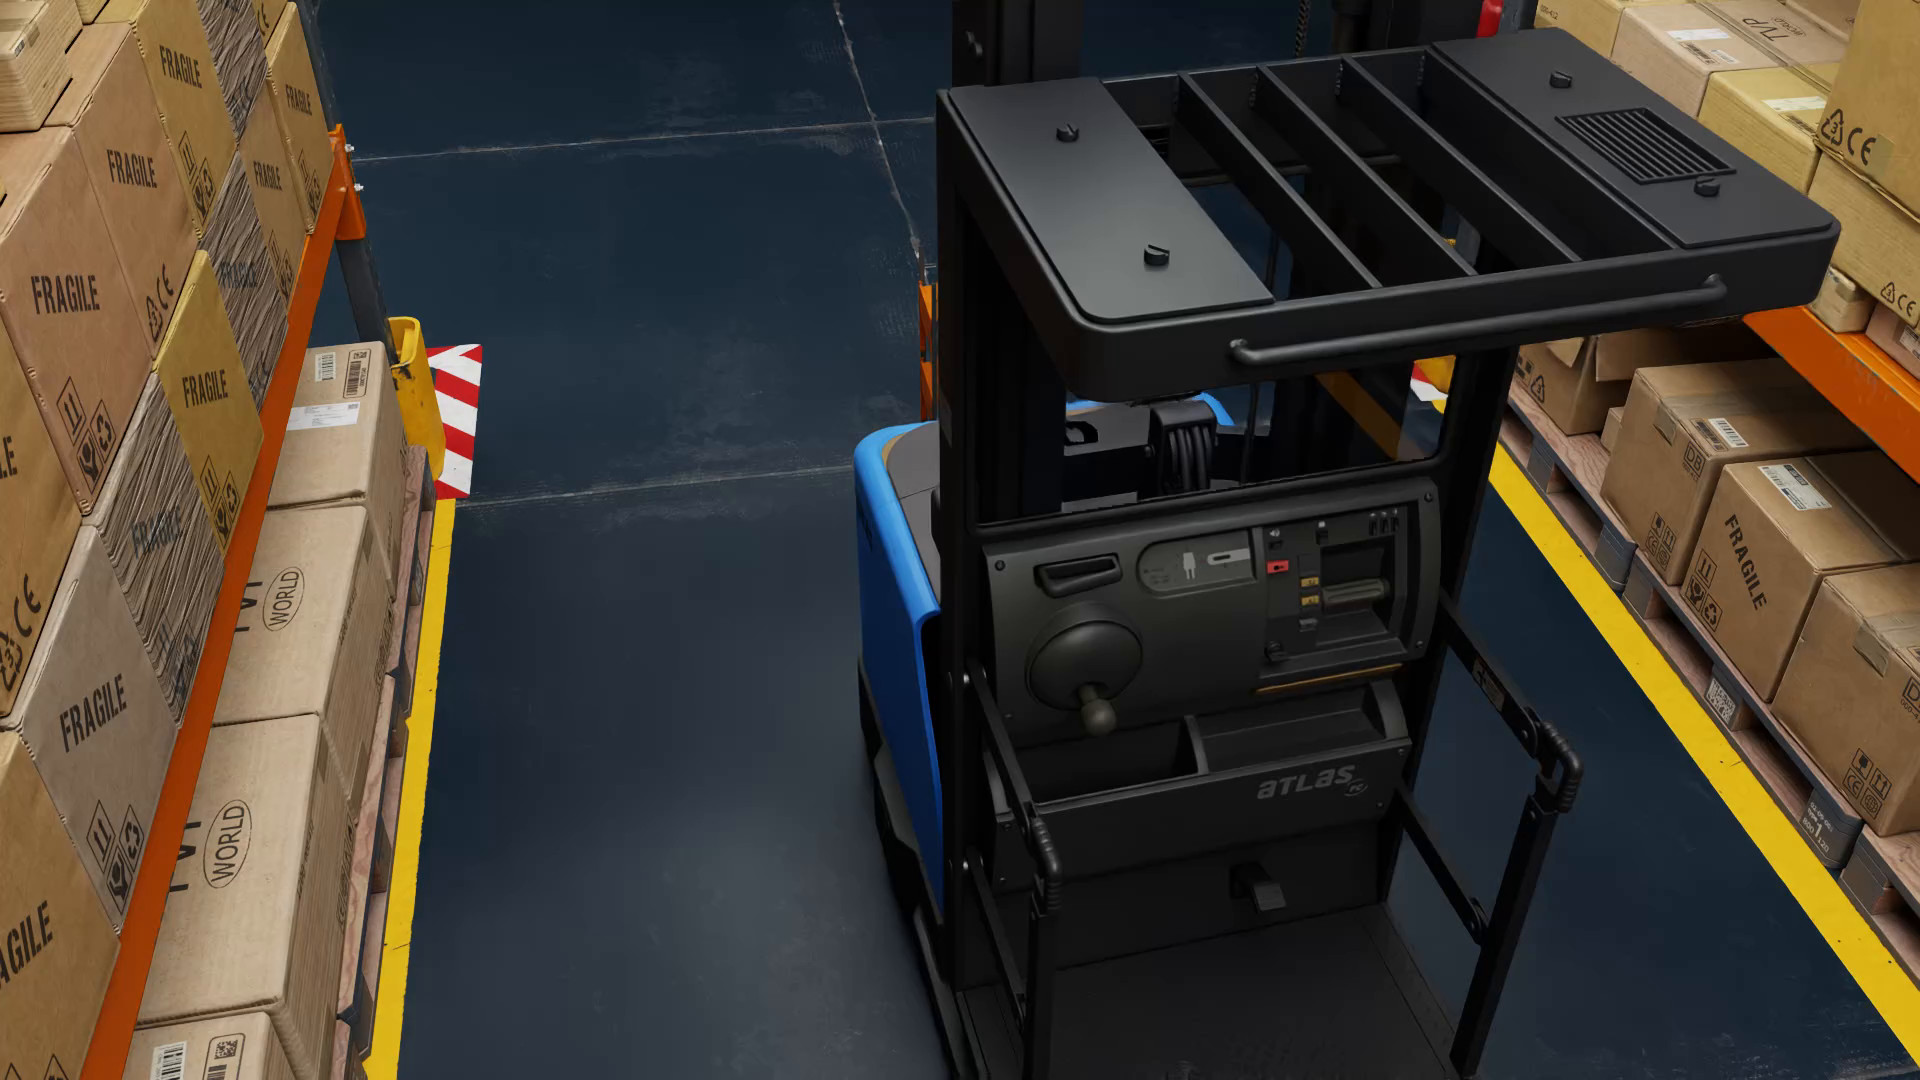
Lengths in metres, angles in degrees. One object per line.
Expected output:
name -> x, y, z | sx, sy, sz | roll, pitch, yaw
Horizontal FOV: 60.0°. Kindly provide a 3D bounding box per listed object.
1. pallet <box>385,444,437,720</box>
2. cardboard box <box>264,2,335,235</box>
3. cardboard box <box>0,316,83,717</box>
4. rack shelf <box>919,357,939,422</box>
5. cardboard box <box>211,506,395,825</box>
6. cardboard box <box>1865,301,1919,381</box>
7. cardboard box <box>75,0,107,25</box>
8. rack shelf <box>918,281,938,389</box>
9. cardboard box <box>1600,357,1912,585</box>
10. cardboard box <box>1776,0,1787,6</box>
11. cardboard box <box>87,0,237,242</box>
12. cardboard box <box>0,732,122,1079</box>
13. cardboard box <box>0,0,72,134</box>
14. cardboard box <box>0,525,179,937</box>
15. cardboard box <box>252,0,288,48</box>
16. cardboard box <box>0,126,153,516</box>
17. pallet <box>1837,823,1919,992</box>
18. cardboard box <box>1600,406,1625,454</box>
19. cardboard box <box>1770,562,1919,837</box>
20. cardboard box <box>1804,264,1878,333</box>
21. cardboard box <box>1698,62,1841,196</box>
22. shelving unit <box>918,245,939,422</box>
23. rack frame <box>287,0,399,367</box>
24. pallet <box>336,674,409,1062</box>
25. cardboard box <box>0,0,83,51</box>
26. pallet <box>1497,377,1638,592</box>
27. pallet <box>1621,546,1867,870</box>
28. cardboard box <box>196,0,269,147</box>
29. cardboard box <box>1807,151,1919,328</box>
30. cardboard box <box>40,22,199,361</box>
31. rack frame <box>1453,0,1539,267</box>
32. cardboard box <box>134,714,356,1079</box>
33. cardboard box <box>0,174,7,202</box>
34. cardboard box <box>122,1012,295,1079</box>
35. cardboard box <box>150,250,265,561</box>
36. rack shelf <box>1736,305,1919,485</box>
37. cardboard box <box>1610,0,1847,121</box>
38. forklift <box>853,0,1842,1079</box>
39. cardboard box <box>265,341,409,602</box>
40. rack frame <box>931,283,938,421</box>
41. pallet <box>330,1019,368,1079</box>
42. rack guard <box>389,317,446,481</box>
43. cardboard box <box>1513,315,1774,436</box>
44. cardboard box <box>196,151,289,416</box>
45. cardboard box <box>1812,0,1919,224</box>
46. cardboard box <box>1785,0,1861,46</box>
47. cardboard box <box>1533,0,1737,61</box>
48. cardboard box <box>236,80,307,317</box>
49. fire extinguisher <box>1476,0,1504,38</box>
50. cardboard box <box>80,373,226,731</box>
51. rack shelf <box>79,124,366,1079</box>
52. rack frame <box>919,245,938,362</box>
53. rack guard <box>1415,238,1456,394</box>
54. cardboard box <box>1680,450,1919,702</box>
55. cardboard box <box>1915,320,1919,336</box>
pallet -> -2.262, 0.160, 5.372 | 1.003, 0.211, 1.213 | -6, 38, -8
cardboard box -> -2.134, -1.193, 4.759 | 0.500, 0.500, 0.500 | -6, 38, -8
cardboard box -> -1.705, -0.054, 2.478 | 0.500, 0.500, 0.500 | -7, 38, -9
rack shelf -> -0.009, -0.439, 5.476 | 0.215, 0.259, 0.240 | -6, 38, -8
cardboard box -> -2.096, 0.370, 4.575 | 0.875, 0.438, 0.875 | -5, 38, -7
cardboard box -> 2.551, -0.536, 4.200 | 0.380, 0.149, 0.250 | -6, 38, -8
cardboard box -> -1.941, -1.146, 3.355 | 0.380, 0.149, 0.250 | -5, 38, -7
rack shelf -> -0.009, -0.663, 5.302 | 0.215, 0.259, 0.240 | -6, 38, -8
cardboard box -> 2.533, -0.231, 5.297 | 0.700, 0.500, 0.500 | -5, 38, -6
cardboard box -> 2.749, -1.761, 5.452 | 0.500, 0.250, 0.500 | -5, 38, -7
cardboard box -> -1.956, -0.973, 3.661 | 0.500, 0.500, 0.500 | -6, 38, -8
cardboard box -> -1.602, 0.649, 2.388 | 0.500, 0.500, 0.500 | -5, 38, -6
cardboard box -> -1.826, -0.831, 2.949 | 0.380, 0.149, 0.250 | -6, 38, -8
cardboard box -> -1.686, 0.345, 2.780 | 0.500, 0.500, 0.500 | -6, 38, -8
cardboard box -> -2.160, -1.585, 4.448 | 0.500, 0.500, 0.500 | -5, 38, -6
cardboard box -> -1.784, -0.364, 2.877 | 0.500, 0.500, 0.500 | -6, 38, -7
pallet -> 2.989, 1.150, 4.097 | 1.003, 0.211, 1.213 | -6, 38, -8
cardboard box -> 2.458, -0.352, 5.739 | 0.380, 0.149, 0.250 | -8, 38, -10
cardboard box -> 2.715, 0.396, 4.490 | 0.700, 0.500, 0.500 | -8, 38, -10
cardboard box -> 2.438, -0.684, 4.391 | 0.380, 0.149, 0.250 | -5, 38, -7
cardboard box -> 2.402, -1.097, 4.597 | 0.500, 0.250, 0.500 | -7, 38, -9
shelving unit -> -0.009, -0.447, 5.470 | 0.215, 1.050, 0.252 | -6, 38, -8
rack frame -> -2.479, -1.416, 5.128 | 1.000, 3.000, 0.127 | -6, 38, -8
pallet -> -2.051, 0.895, 4.426 | 1.003, 0.211, 1.213 | -6, 38, -8
cardboard box -> -1.913, -0.986, 3.149 | 0.380, 0.149, 0.250 | -5, 38, -6
pallet -> 2.561, -0.323, 5.994 | 1.003, 0.211, 1.213 | -6, 38, -8
pallet -> 2.772, 0.412, 5.048 | 1.003, 0.211, 1.213 | -6, 38, -8
cardboard box -> -2.039, -1.272, 4.046 | 0.500, 0.500, 0.500 | -6, 38, -8
cardboard box -> 2.513, -0.790, 4.202 | 0.500, 0.250, 0.500 | -7, 38, -9
cardboard box -> -1.869, -0.669, 3.270 | 0.500, 0.500, 0.500 | -6, 38, -8
rack frame -> 2.407, -1.952, 5.818 | 1.000, 3.000, 0.127 | -6, 38, -8
cardboard box -> -1.939, 0.915, 3.874 | 0.875, 0.438, 0.875 | -7, 38, -9
cardboard box -> -1.726, -0.532, 2.565 | 0.380, 0.149, 0.250 | -7, 38, -9
cardboard box -> -1.782, 1.455, 3.178 | 0.875, 0.438, 0.875 | -7, 38, -9
cardboard box -> -1.857, -0.268, 3.568 | 0.500, 0.500, 0.500 | -5, 38, -7
rack shelf -> 2.758, -0.460, 4.483 | 1.077, 0.370, 4.000 | -6, 38, -8
cardboard box -> 2.310, -1.403, 4.990 | 0.500, 0.250, 0.500 | -6, 38, -7
forklift -> 0.562, 0.205, 3.097 | 1.130, 2.935, 3.031 | -9, 39, -11
cardboard box -> -2.265, -0.182, 5.285 | 0.875, 0.438, 0.875 | -7, 38, -9
rack frame -> 0.012, -0.373, 5.375 | 0.200, 1.050, 0.008 | -6, 38, -8
pallet -> -1.834, 1.634, 3.475 | 1.003, 0.211, 1.213 | -6, 38, -8
rack guard -> -2.483, -0.443, 5.913 | 1.175, 0.500, 0.348 | -6, 38, -8
cardboard box -> 2.421, -0.752, 5.966 | 0.797, 0.503, 0.637 | -8, 38, -10
cardboard box -> -1.961, -0.578, 3.968 | 0.500, 0.500, 0.500 | -5, 38, -7
cardboard box -> 2.485, -1.097, 3.986 | 0.500, 0.500, 0.500 | -5, 38, -7
cardboard box -> 2.839, -1.449, 5.050 | 0.500, 0.250, 0.500 | -6, 38, -8
cardboard box -> 2.222, -1.707, 5.382 | 0.500, 0.250, 0.500 | -6, 38, -8
cardboard box -> -2.060, -0.888, 4.366 | 0.500, 0.500, 0.500 | -7, 38, -9
fire extinguisher -> 1.927, -1.813, 6.006 | 0.296, 0.674, 0.183 | -6, 38, -8
cardboard box -> -1.767, 0.044, 3.167 | 0.500, 0.500, 0.500 | -6, 38, -8
rack shelf -> -2.128, 0.076, 3.793 | 1.077, 0.370, 4.000 | -6, 38, -8
rack frame -> -0.031, -0.521, 5.564 | 0.200, 1.050, 0.008 | -6, 38, -8
rack guard -> 2.421, -0.919, 6.525 | 1.175, 0.500, 0.348 | -6, 38, -8
cardboard box -> 2.527, 0.099, 4.872 | 0.500, 0.500, 0.500 | -6, 38, -7
cardboard box -> 2.602, -0.479, 3.802 | 0.500, 0.250, 0.500 | -6, 38, -8
